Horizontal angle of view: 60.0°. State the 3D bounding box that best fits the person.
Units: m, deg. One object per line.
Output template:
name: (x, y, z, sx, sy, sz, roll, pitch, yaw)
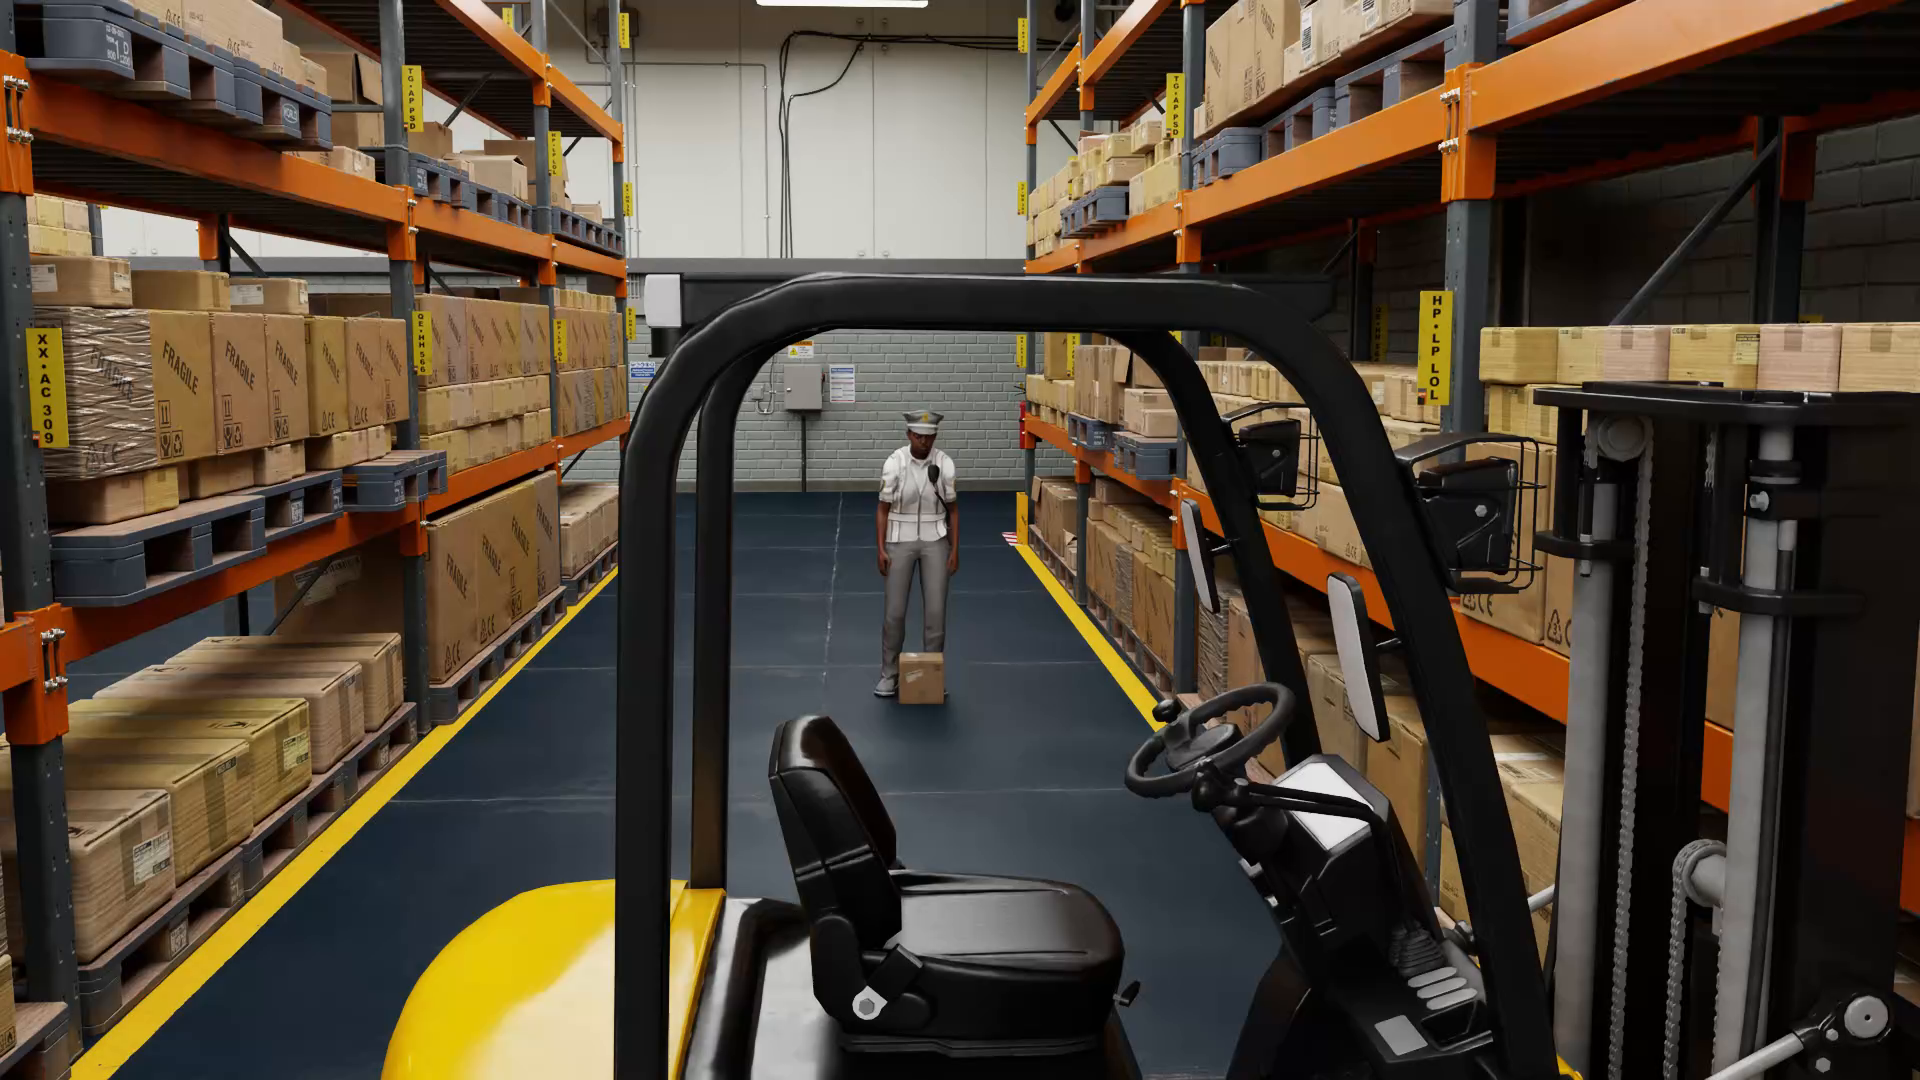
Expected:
person: (-0.251, 0.070, 9.688, 0.512, 1.656, 0.426, -1, 7, -6)
